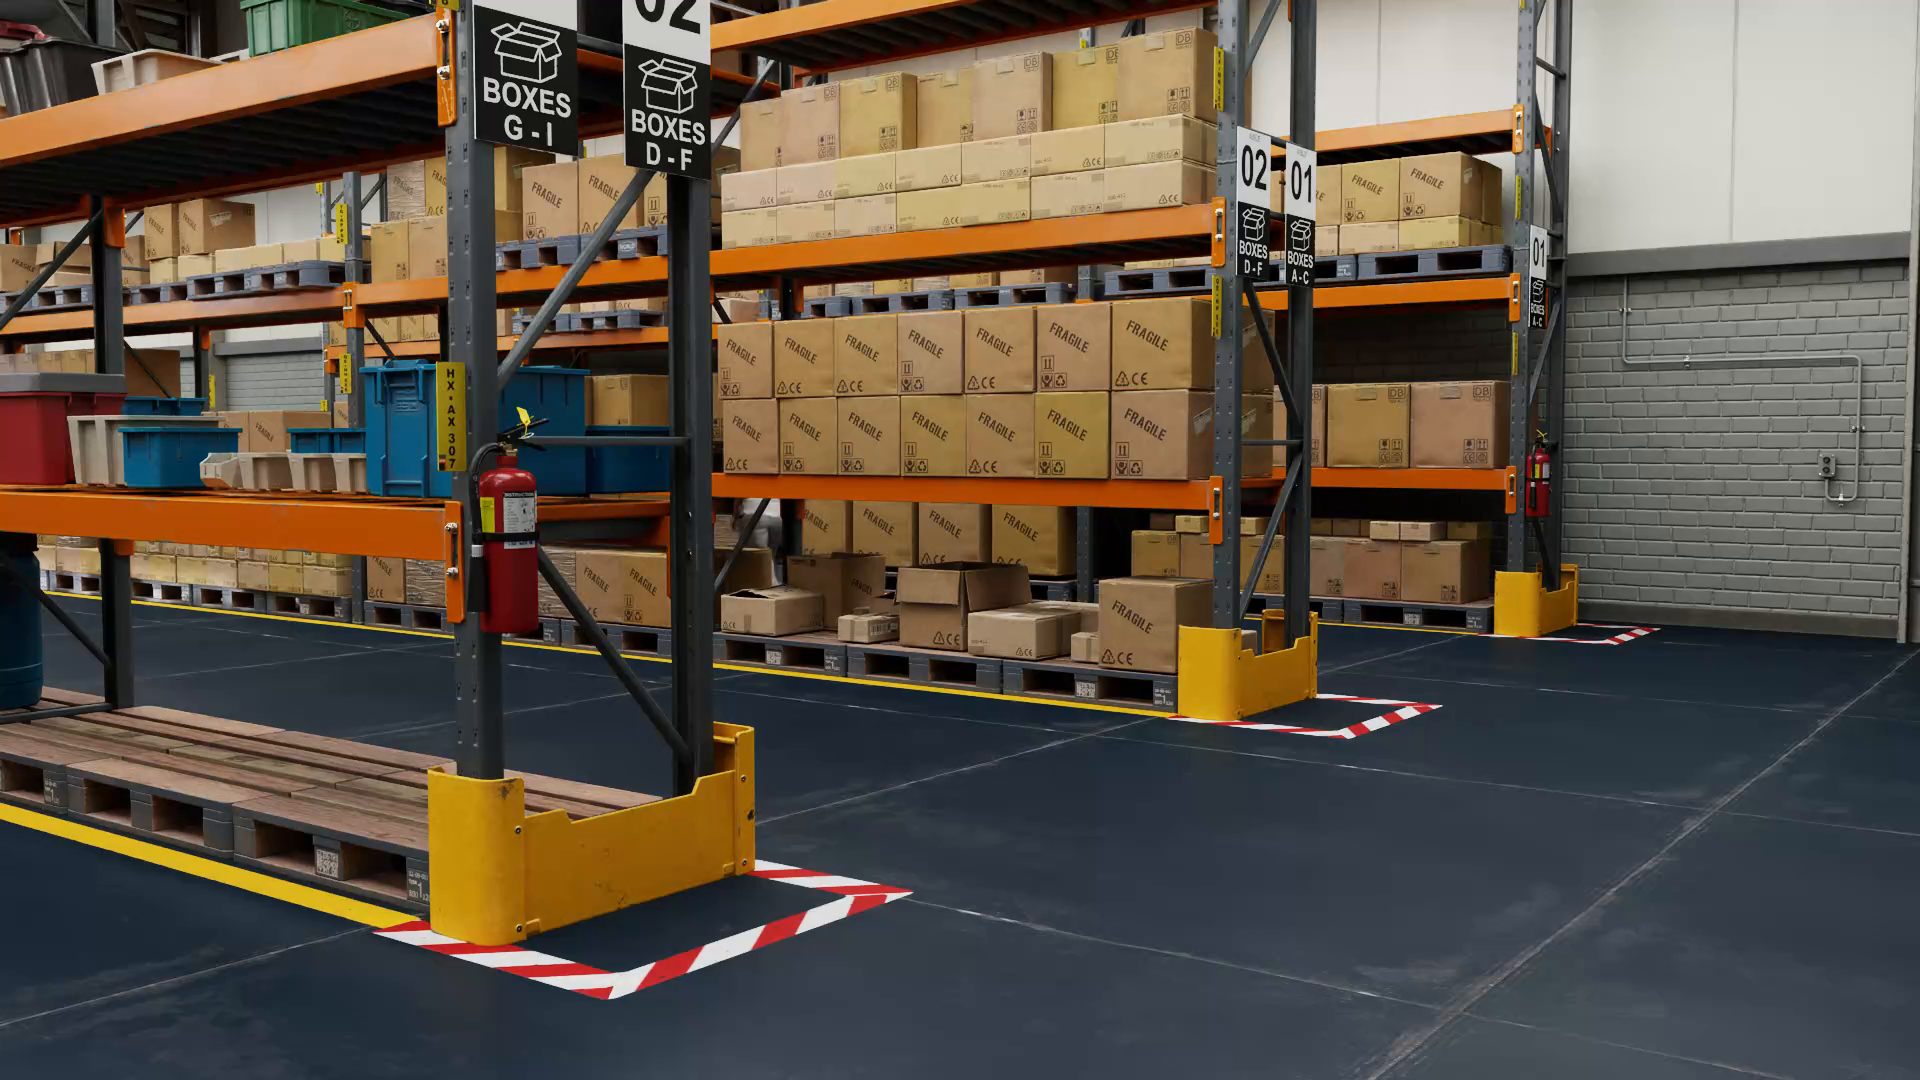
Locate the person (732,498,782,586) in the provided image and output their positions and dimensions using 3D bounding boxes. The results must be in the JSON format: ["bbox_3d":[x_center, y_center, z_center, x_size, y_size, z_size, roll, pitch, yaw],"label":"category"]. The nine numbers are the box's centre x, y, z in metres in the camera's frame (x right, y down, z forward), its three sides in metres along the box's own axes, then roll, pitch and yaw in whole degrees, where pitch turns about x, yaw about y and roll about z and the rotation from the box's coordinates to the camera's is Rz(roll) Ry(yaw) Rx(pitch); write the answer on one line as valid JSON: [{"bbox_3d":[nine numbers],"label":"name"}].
[{"bbox_3d":[-1.787,-0.191,14.895,0.478,1.606,0.986,-2,4,-32],"label":"person"}]
